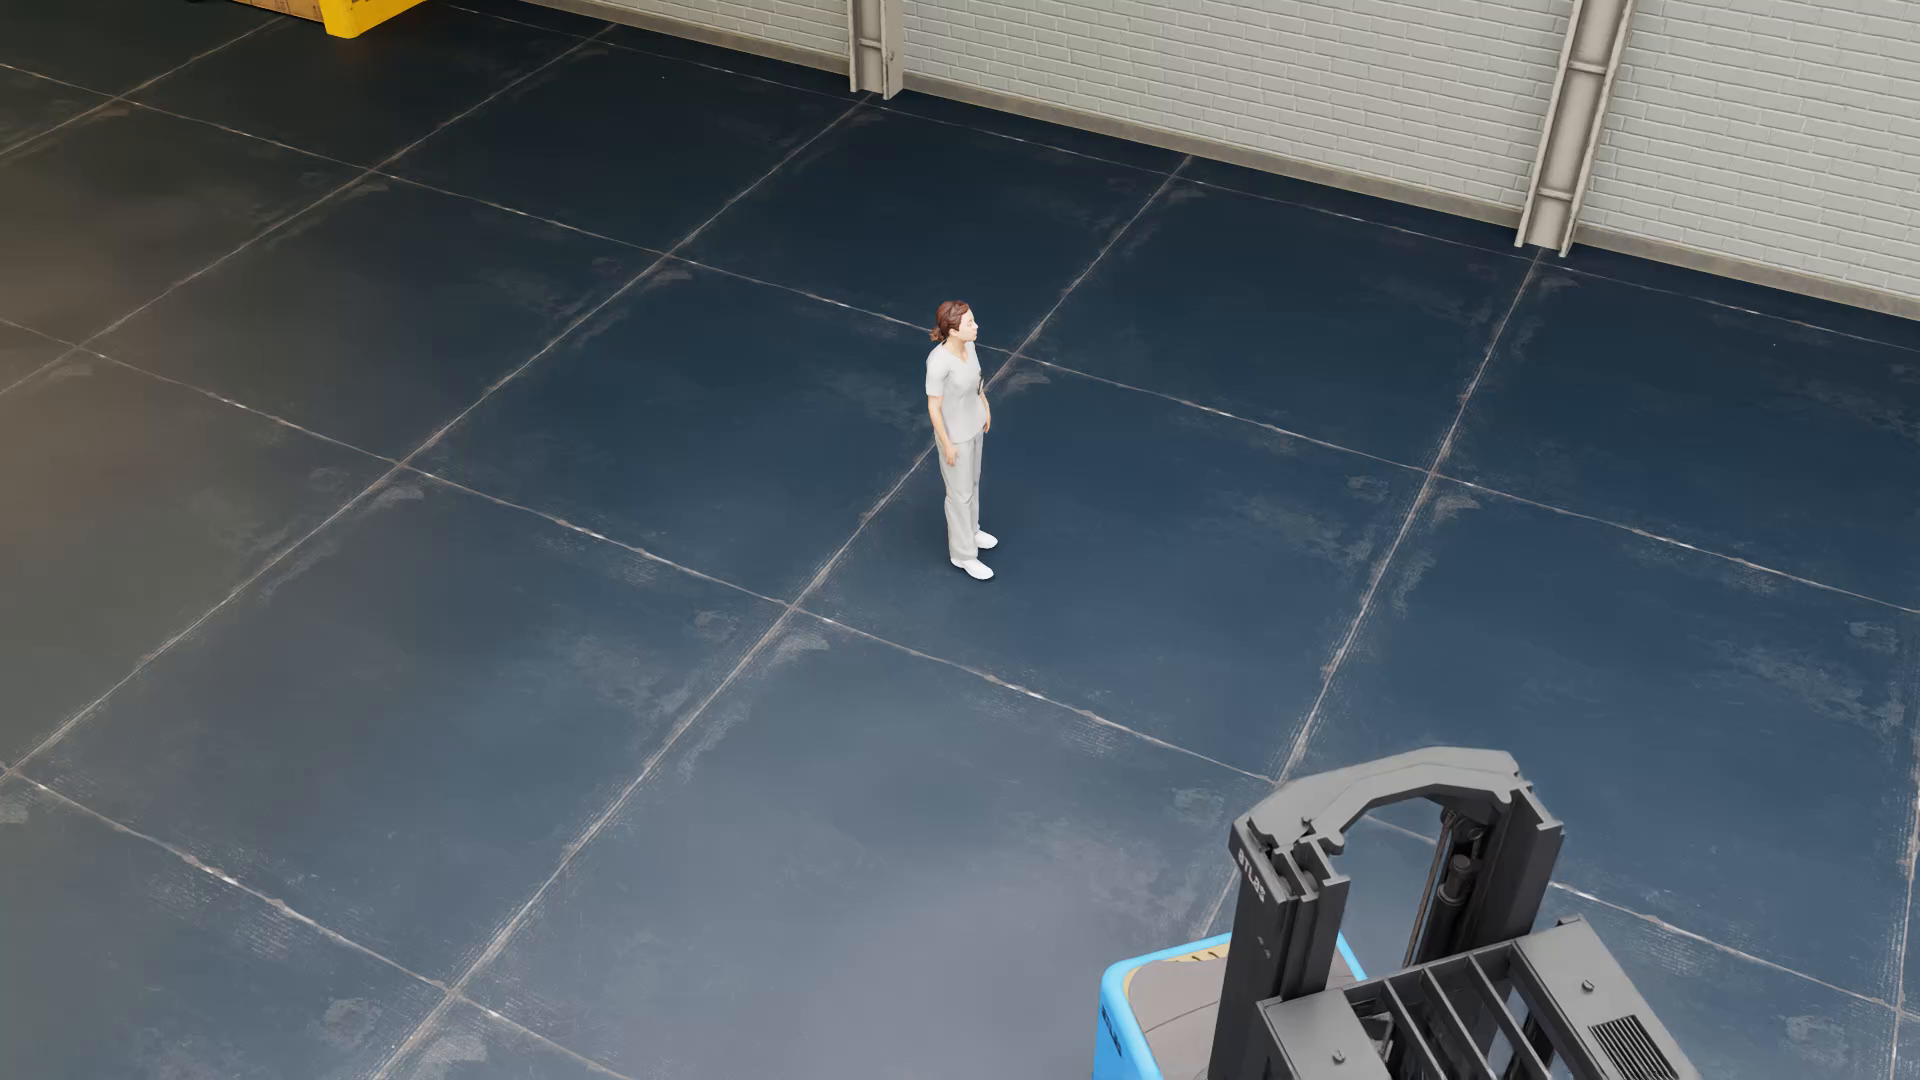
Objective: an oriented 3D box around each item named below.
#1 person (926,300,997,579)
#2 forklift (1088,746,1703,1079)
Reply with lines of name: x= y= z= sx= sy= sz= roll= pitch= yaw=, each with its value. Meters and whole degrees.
person: x=0.060 y=-0.617 z=9.682 sx=0.548 sy=1.673 sz=0.549 roll=18 pitch=43 yaw=21
forklift: x=1.463 y=2.208 z=5.365 sx=1.130 sy=2.935 sz=3.031 roll=-11 pitch=41 yaw=-13
